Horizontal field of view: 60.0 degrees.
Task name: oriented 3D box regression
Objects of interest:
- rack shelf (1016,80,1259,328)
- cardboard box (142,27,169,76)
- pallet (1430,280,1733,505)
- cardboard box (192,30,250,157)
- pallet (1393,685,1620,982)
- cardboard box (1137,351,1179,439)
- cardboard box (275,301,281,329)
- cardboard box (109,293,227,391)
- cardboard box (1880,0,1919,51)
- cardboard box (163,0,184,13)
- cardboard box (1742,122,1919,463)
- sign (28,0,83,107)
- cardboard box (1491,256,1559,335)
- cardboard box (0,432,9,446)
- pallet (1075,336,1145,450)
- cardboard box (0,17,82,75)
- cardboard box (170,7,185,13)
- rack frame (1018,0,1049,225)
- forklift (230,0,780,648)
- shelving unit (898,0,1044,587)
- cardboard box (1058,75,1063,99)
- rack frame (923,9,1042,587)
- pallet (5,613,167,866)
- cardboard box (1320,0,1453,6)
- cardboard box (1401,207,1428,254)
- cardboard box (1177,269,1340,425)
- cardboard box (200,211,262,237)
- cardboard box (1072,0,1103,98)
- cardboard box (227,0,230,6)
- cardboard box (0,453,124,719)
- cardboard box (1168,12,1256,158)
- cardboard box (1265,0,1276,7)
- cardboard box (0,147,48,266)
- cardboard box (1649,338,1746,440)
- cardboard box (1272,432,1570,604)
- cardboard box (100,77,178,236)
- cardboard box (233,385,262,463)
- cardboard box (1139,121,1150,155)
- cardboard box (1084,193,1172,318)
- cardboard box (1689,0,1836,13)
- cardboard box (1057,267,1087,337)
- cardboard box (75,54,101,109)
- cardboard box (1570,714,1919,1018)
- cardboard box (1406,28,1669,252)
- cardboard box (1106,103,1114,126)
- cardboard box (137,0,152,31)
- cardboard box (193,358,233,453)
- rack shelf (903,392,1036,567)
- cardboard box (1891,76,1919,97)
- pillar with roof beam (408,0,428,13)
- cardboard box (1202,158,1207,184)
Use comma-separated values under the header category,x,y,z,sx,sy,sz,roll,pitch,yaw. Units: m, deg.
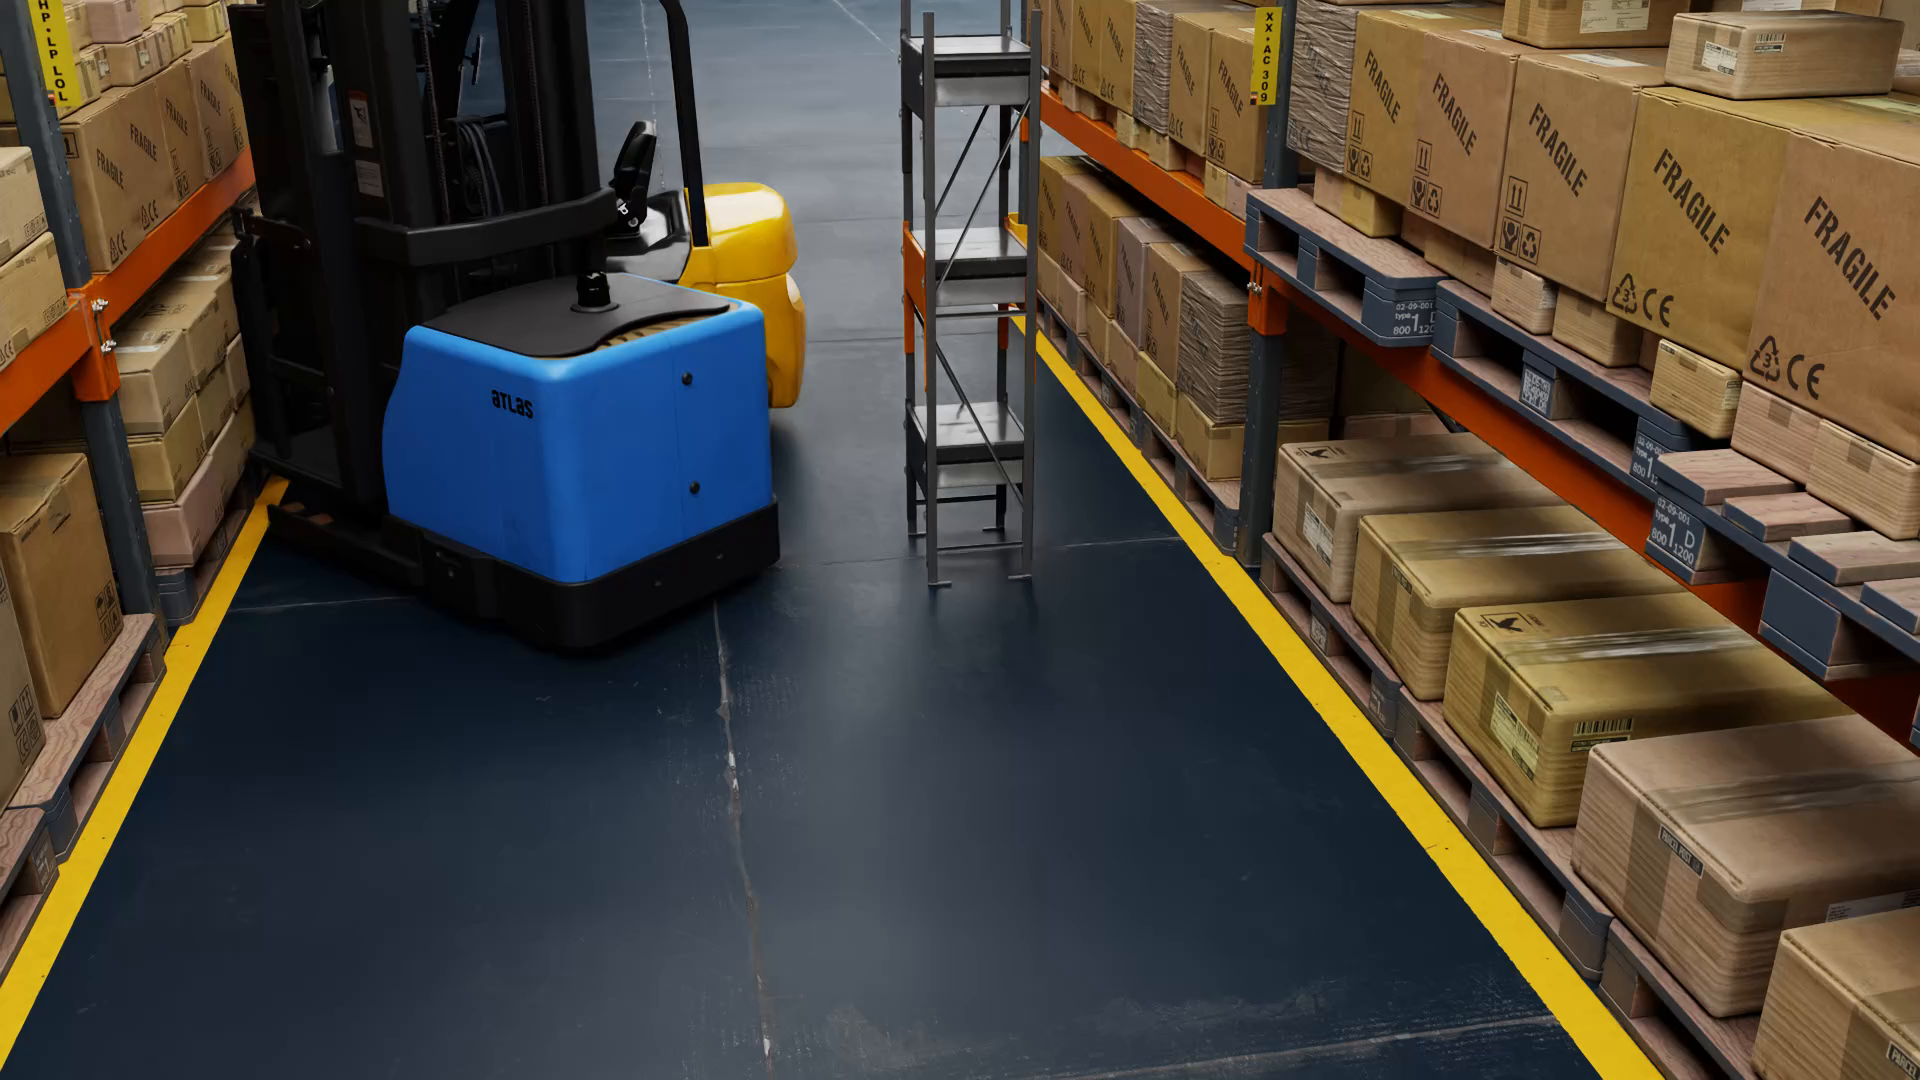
category,x,y,z,sx,sy,sz,roll,pitch,yaw
rack shelf,1.221,-1.773,7.961,1.077,0.370,4.000,-4,24,-10
cardboard box,-3.231,-1.843,6.288,0.380,0.149,0.250,-5,24,-10
pallet,1.925,-0.431,4.228,1.003,0.211,1.213,-4,24,-10
cardboard box,-3.495,-1.986,7.425,0.500,0.500,0.500,-5,24,-11
pallet,1.966,0.749,4.772,1.003,0.211,1.213,-4,24,-10
cardboard box,1.109,-0.670,7.447,0.500,0.250,0.500,-5,24,-11
cardboard box,-3.430,-1.114,7.840,0.500,0.250,0.500,-5,24,-11
cardboard box,-3.152,-0.753,6.389,0.500,0.250,0.500,-4,24,-10
cardboard box,5.934,-3.007,9.700,0.875,0.550,0.550,-4,24,-10
cardboard box,-3.463,-2.272,6.897,0.380,0.149,0.250,-4,24,-9
cardboard box,1.867,-0.478,3.076,0.500,0.500,0.500,-5,24,-11
sign,-2.755,-1.486,5.056,0.100,0.325,0.005,-4,24,-10
cardboard box,1.597,-0.638,4.253,0.380,0.149,0.250,-3,24,-8
cardboard box,-3.567,-0.517,5.848,0.500,0.250,0.500,-4,24,-9
pallet,1.203,-0.781,8.274,1.003,0.211,1.213,-4,24,-10
cardboard box,-3.054,-1.574,5.300,0.380,0.149,0.250,-4,24,-9
cardboard box,-3.468,-2.141,6.968,0.380,0.149,0.250,-4,24,-10
rack frame,0.852,-2.890,9.619,1.000,3.000,0.127,-4,24,-10
forklift,-2.163,-1.429,6.359,3.031,2.935,1.130,18,29,35
shelving unit,0.031,-0.897,6.181,0.431,2.100,0.503,-4,24,-10
cardboard box,0.741,-2.417,8.850,0.380,0.149,0.250,-5,24,-11
rack frame,0.076,-0.801,5.961,0.400,2.100,0.015,-4,24,-10
pallet,-3.112,0.617,5.073,1.003,0.211,1.213,-4,24,-10
cardboard box,1.331,-1.777,5.239,0.380,0.149,0.250,-4,24,-10
cardboard box,1.548,-0.948,4.962,0.380,0.149,0.250,-3,24,-6
cardboard box,1.218,-0.805,6.820,0.500,0.500,0.500,-5,24,-10
cardboard box,-3.431,-1.355,7.767,0.500,0.250,0.500,-4,24,-9
cardboard box,0.861,-2.461,8.141,0.500,0.500,0.500,-5,24,-11
cardboard box,-3.587,-2.445,7.665,0.380,0.149,0.250,-4,24,-10
cardboard box,-3.179,0.153,5.095,0.875,0.625,0.625,-3,24,-7
cardboard box,1.163,-1.857,6.757,0.500,0.500,0.500,-4,24,-8
cardboard box,1.650,-2.348,6.633,0.700,0.500,0.500,-4,24,-9
cardboard box,-2.944,-0.934,4.703,0.500,0.250,0.500,-5,24,-11
cardboard box,1.724,-0.335,3.557,0.380,0.149,0.250,-4,24,-9
cardboard box,1.691,-0.098,5.986,0.950,0.372,0.625,-4,24,-9
cardboard box,-3.224,-1.391,6.062,0.500,0.500,0.500,-4,24,-9
cardboard box,-3.270,-0.494,7.044,0.500,0.250,0.500,-4,24,-9
cardboard box,1.023,-1.807,7.454,0.380,0.149,0.250,-5,24,-11
cardboard box,0.920,-1.415,8.217,0.500,0.500,0.500,-4,24,-9
cardboard box,2.112,-1.447,4.484,0.380,0.149,0.250,-5,24,-12
cardboard box,0.816,-1.283,8.851,0.500,0.250,0.500,-3,24,-8
cardboard box,-3.136,-1.537,5.586,0.380,0.149,0.250,-4,24,-9
cardboard box,2.092,0.756,4.029,0.950,0.372,0.625,-5,24,-11
cardboard box,1.567,-1.093,4.483,0.500,0.500,0.500,-4,24,-10
cardboard box,0.931,-2.115,8.159,0.380,0.149,0.250,-3,24,-8
cardboard box,-3.268,-1.979,6.226,0.380,0.149,0.250,-5,24,-11
cardboard box,-3.167,-0.520,6.479,0.500,0.250,0.500,-4,24,-10
rack shelf,0.031,-0.243,6.466,0.431,0.518,0.480,-4,24,-10
cardboard box,2.267,-0.724,3.640,0.500,0.500,0.500,-4,24,-9
pillar with roof beam,-3.881,-12.328,23.734,9.100,9.000,0.400,-4,24,-10
cardboard box,1.208,-1.511,6.776,0.380,0.149,0.250,-4,24,-9
